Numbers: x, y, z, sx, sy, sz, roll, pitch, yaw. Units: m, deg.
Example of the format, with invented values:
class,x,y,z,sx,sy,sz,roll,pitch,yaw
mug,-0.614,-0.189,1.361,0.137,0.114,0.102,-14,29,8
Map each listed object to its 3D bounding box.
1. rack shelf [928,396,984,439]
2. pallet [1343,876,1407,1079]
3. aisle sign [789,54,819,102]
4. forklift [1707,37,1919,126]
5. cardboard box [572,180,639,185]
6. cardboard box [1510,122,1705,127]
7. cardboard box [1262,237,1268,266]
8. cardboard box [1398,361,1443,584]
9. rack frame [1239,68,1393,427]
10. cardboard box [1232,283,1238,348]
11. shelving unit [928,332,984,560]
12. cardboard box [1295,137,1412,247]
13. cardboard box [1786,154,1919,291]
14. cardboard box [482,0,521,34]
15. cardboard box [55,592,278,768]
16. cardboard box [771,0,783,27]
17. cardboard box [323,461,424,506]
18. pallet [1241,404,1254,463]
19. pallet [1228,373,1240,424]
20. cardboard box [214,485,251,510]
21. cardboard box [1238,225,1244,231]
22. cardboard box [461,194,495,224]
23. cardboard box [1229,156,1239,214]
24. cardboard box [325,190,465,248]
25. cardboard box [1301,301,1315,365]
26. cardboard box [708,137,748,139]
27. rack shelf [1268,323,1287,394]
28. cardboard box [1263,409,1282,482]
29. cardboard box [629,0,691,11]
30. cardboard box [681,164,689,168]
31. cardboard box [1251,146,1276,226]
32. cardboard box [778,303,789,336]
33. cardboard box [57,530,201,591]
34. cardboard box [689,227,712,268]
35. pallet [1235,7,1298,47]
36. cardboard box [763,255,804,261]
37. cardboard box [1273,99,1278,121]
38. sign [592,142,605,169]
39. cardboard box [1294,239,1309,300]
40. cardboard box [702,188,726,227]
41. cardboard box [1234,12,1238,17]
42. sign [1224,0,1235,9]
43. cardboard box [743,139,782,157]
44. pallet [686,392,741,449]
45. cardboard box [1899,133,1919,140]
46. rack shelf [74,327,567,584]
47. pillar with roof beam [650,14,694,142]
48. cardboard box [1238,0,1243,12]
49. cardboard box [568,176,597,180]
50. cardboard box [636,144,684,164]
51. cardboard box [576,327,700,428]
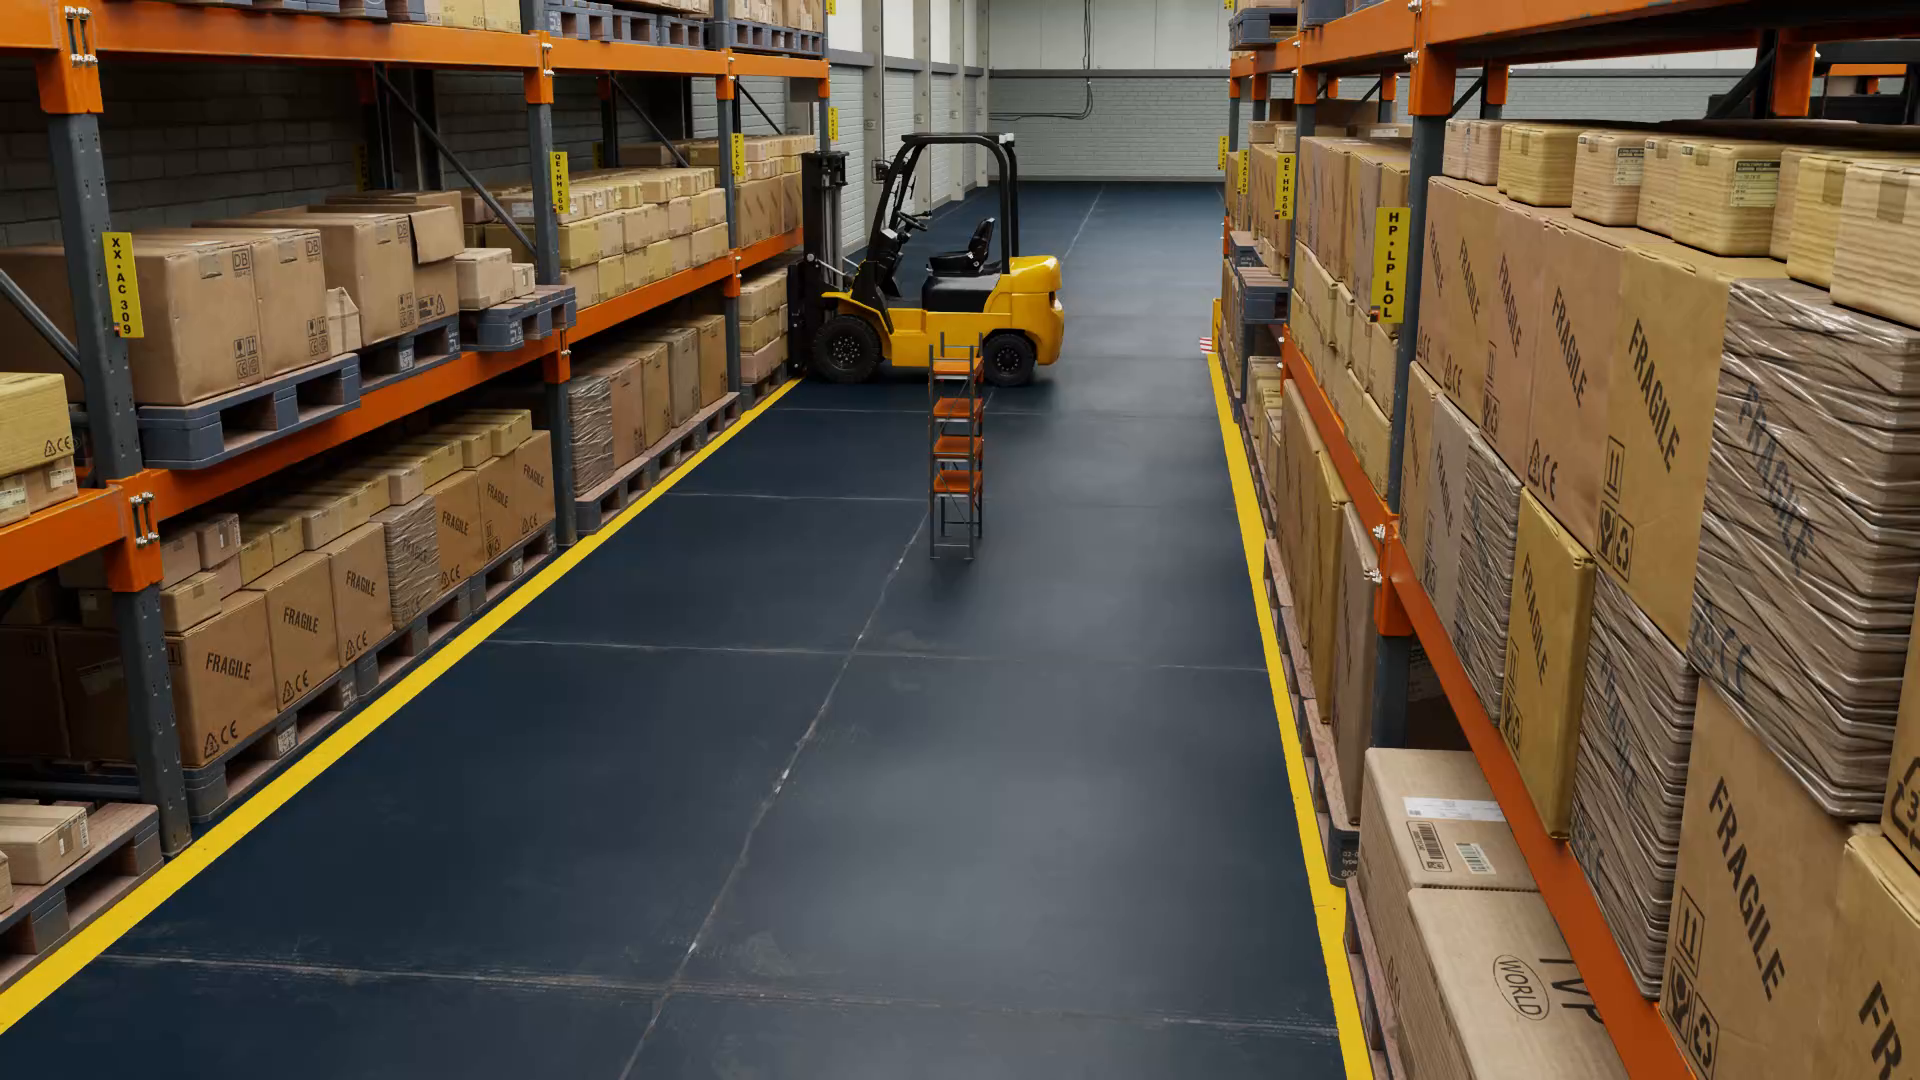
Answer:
class,x,y,z,sx,sy,sz,roll,pitch,yaw
rack shelf,-0.019,-0.687,9.306,0.258,0.148,0.480,2,15,6
pallet,1.606,1.293,4.475,1.003,0.211,1.213,2,15,6
aisle sign,-1.509,-4.769,16.571,0.394,0.787,0.004,2,15,6
forklift,5.141,-1.646,10.136,1.130,2.935,3.031,2,15,7
cardboard box,-2.314,-2.271,10.881,0.380,0.149,0.250,2,15,6
cardboard box,1.476,-0.883,3.832,0.380,0.149,0.250,2,15,6
cardboard box,2.020,-1.734,10.004,0.380,0.149,0.250,2,15,7
cardboard box,1.457,-0.182,4.397,0.500,0.500,0.500,2,15,8
rack frame,2.672,-2.323,12.505,1.000,3.000,0.127,2,15,6
cardboard box,2.528,-1.853,13.796,0.500,0.500,0.500,2,15,7
shelving unit,-0.019,-0.536,9.347,0.258,1.200,0.503,2,15,6
cardboard box,1.922,-1.695,8.079,0.500,0.500,0.500,1,15,4
cardboard box,1.179,-0.353,1.873,0.380,0.149,0.250,2,15,8
cardboard box,-2.528,-2.666,8.315,0.500,0.250,0.500,1,15,4
cardboard box,-2.885,0.492,6.080,0.500,0.500,0.500,2,15,9
cardboard box,-1.935,-4.719,14.426,0.797,0.503,0.637,2,15,8
cardboard box,-2.693,-0.261,7.622,0.380,0.149,0.250,1,15,4
pallet,2.586,-0.775,12.122,1.003,0.211,1.213,2,15,6
pallet,2.713,-1.152,13.517,1.003,0.211,1.213,2,15,6
cardboard box,-3.304,-0.143,7.186,0.380,0.149,0.250,2,15,7
cardboard box,2.517,-2.557,13.854,0.380,0.149,0.250,1,15,5
cardboard box,-2.876,-1.882,9.442,0.380,0.149,0.250,2,15,8
cardboard box,2.683,-3.171,14.880,0.500,0.500,0.500,1,15,5
cardboard box,-2.925,-1.553,8.661,0.500,0.500,0.500,2,15,9
cardboard box,1.875,-0.960,7.752,0.500,0.250,0.500,1,15,5
cardboard box,-2.185,-3.661,15.450,0.380,0.149,0.250,2,15,8
rack shelf,2.447,-1.457,10.681,1.077,0.370,4.000,2,15,6
cardboard box,2.370,-0.557,10.206,0.950,0.372,0.625,1,15,5
cardboard box,-2.082,-3.751,11.528,0.380,0.149,0.250,2,15,6
cardboard box,-2.447,-3.055,13.778,0.380,0.149,0.250,2,15,8
cardboard box,2.209,-2.346,11.027,0.500,0.500,0.500,2,15,6
cardboard box,-1.776,-1.962,14.676,0.500,0.250,0.500,2,15,6
cardboard box,-2.918,0.067,5.839,0.380,0.149,0.250,1,15,5
cardboard box,-2.108,-2.127,12.067,0.500,0.250,0.500,2,15,6
pallet,2.383,-3.254,10.563,1.213,0.211,1.003,2,15,6
cardboard box,-1.603,-2.602,16.086,0.500,0.250,0.500,2,15,7
cardboard box,3.218,-3.765,15.161,0.700,0.500,0.500,2,15,7
sign,-2.812,-2.940,12.978,0.100,0.325,0.005,2,15,6
cardboard box,1.918,-1.330,8.164,0.500,0.250,0.500,2,15,6
cardboard box,-2.061,-2.502,12.498,0.500,0.250,0.500,1,15,5
cardboard box,2.736,-4.626,14.996,0.500,0.250,0.500,1,15,5
sign,2.585,-5.246,15.895,0.100,0.325,0.005,2,15,6
cardboard box,-1.807,-3.513,14.904,0.380,0.149,0.250,2,15,7
pallet,-2.304,-0.930,12.695,1.003,0.211,1.213,2,15,6
cardboard box,1.831,-0.609,2.817,0.380,0.149,0.250,2,15,6
rack shelf,-2.937,-0.564,7.381,1.077,0.370,4.000,2,15,6
pillar with roof beam,1.495,-6.120,15.057,9.100,9.000,0.400,2,15,6
cardboard box,2.208,-3.761,11.562,0.500,0.250,0.500,1,15,5
cardboard box,-2.709,-2.415,11.414,0.380,0.149,0.250,2,15,6
cardboard box,-2.455,-3.128,13.481,0.380,0.149,0.250,1,15,5
cardboard box,-2.403,-1.188,12.052,0.875,0.625,0.625,2,15,6
